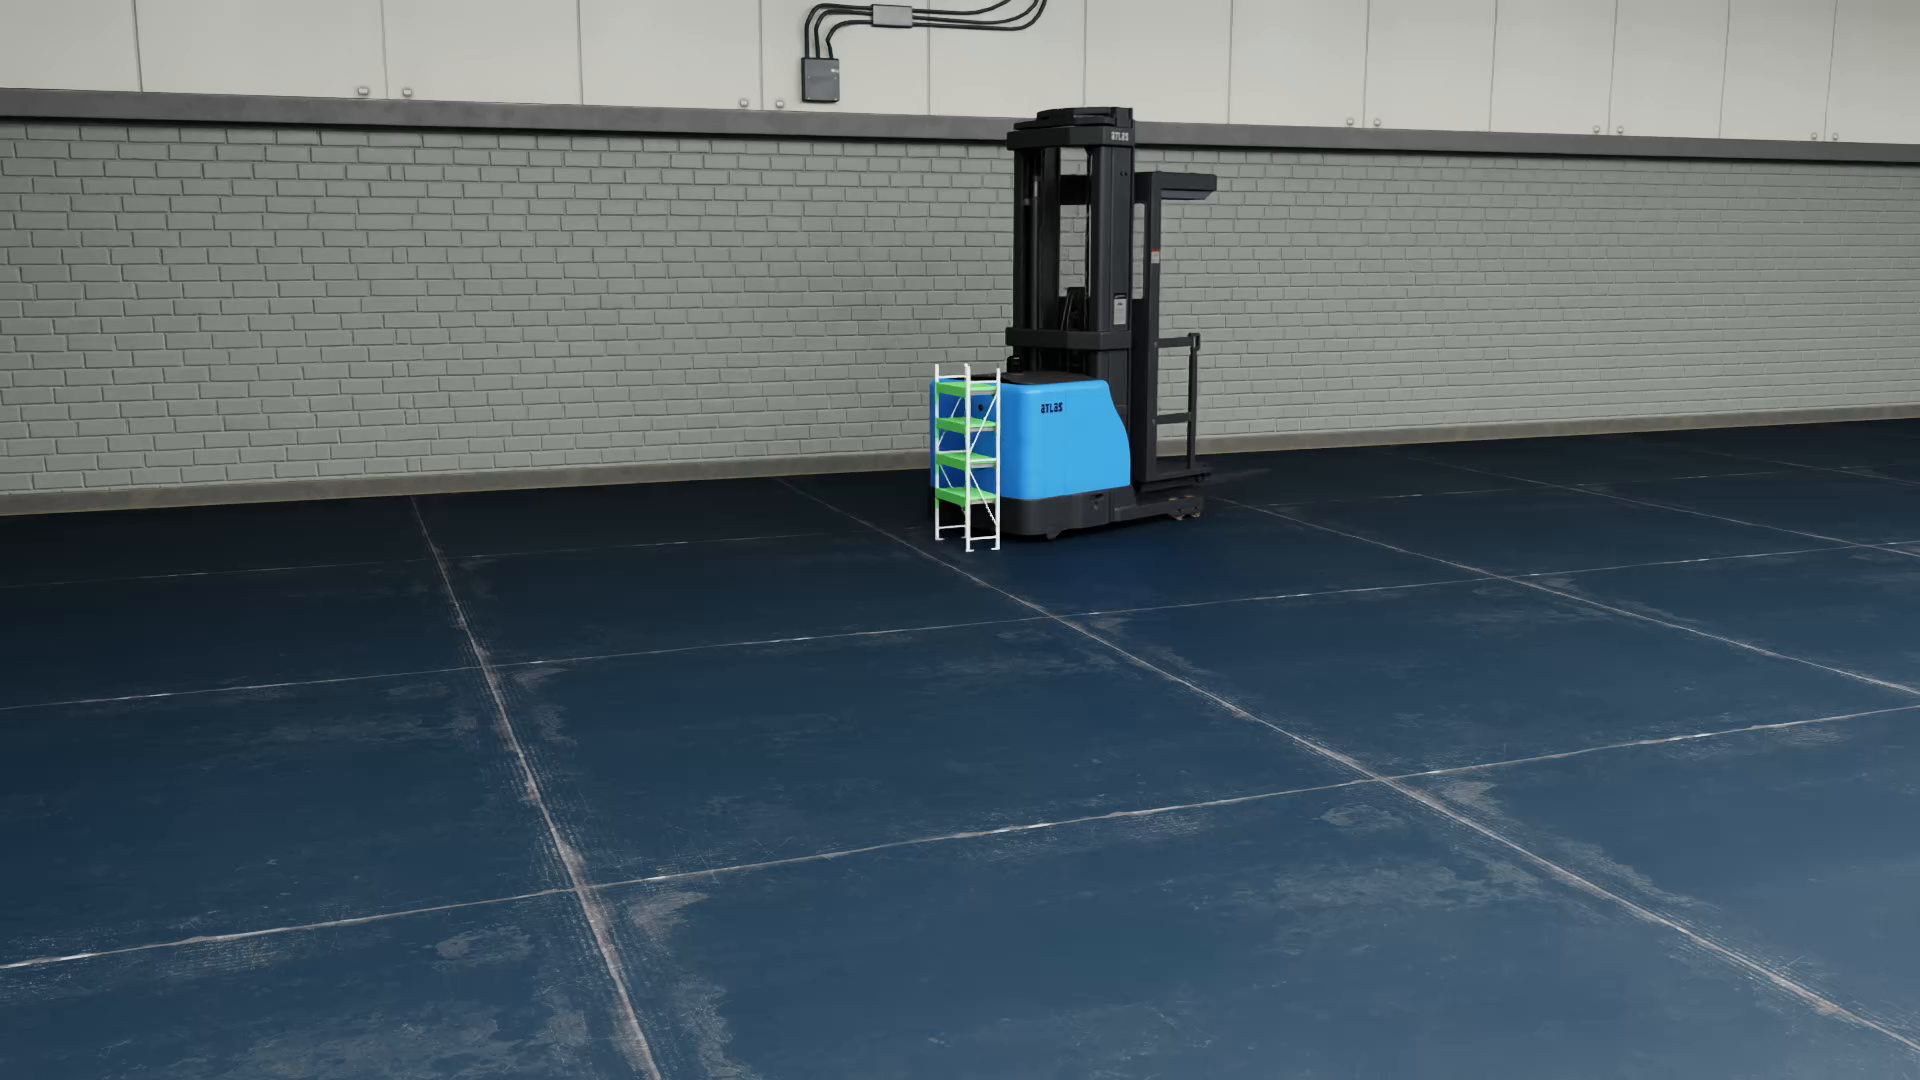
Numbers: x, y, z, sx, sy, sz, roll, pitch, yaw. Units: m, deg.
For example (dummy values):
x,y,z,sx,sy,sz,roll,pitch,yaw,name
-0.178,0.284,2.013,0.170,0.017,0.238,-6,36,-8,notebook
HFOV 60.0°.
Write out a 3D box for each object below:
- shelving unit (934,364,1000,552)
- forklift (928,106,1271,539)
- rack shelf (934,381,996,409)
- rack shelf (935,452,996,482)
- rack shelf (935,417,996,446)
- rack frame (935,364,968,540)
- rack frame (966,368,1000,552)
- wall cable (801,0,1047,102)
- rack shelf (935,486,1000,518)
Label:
x,y,z,sx,sy,sz,roll,pitch,yaw,name
0.046,-0.561,11.145,0.258,1.200,0.503,-5,11,-25,shelving unit
1.177,-1.645,12.298,3.031,2.935,1.130,-10,14,-44,forklift
0.046,-0.970,11.073,0.258,0.148,0.480,-5,11,-25,rack shelf
0.046,-0.498,11.157,0.258,0.148,0.480,-5,11,-25,rack shelf
0.046,-0.734,11.115,0.258,0.148,0.480,-5,11,-25,rack shelf
-0.059,-0.599,11.362,0.240,1.200,0.015,-5,11,-25,rack frame
0.151,-0.522,10.928,0.240,1.200,0.015,-5,11,-25,rack frame
-0.245,-6.749,13.955,2.305,6.003,0.169,-4,11,-21,wall cable
0.046,-0.261,11.199,0.258,0.148,0.480,-5,11,-25,rack shelf
